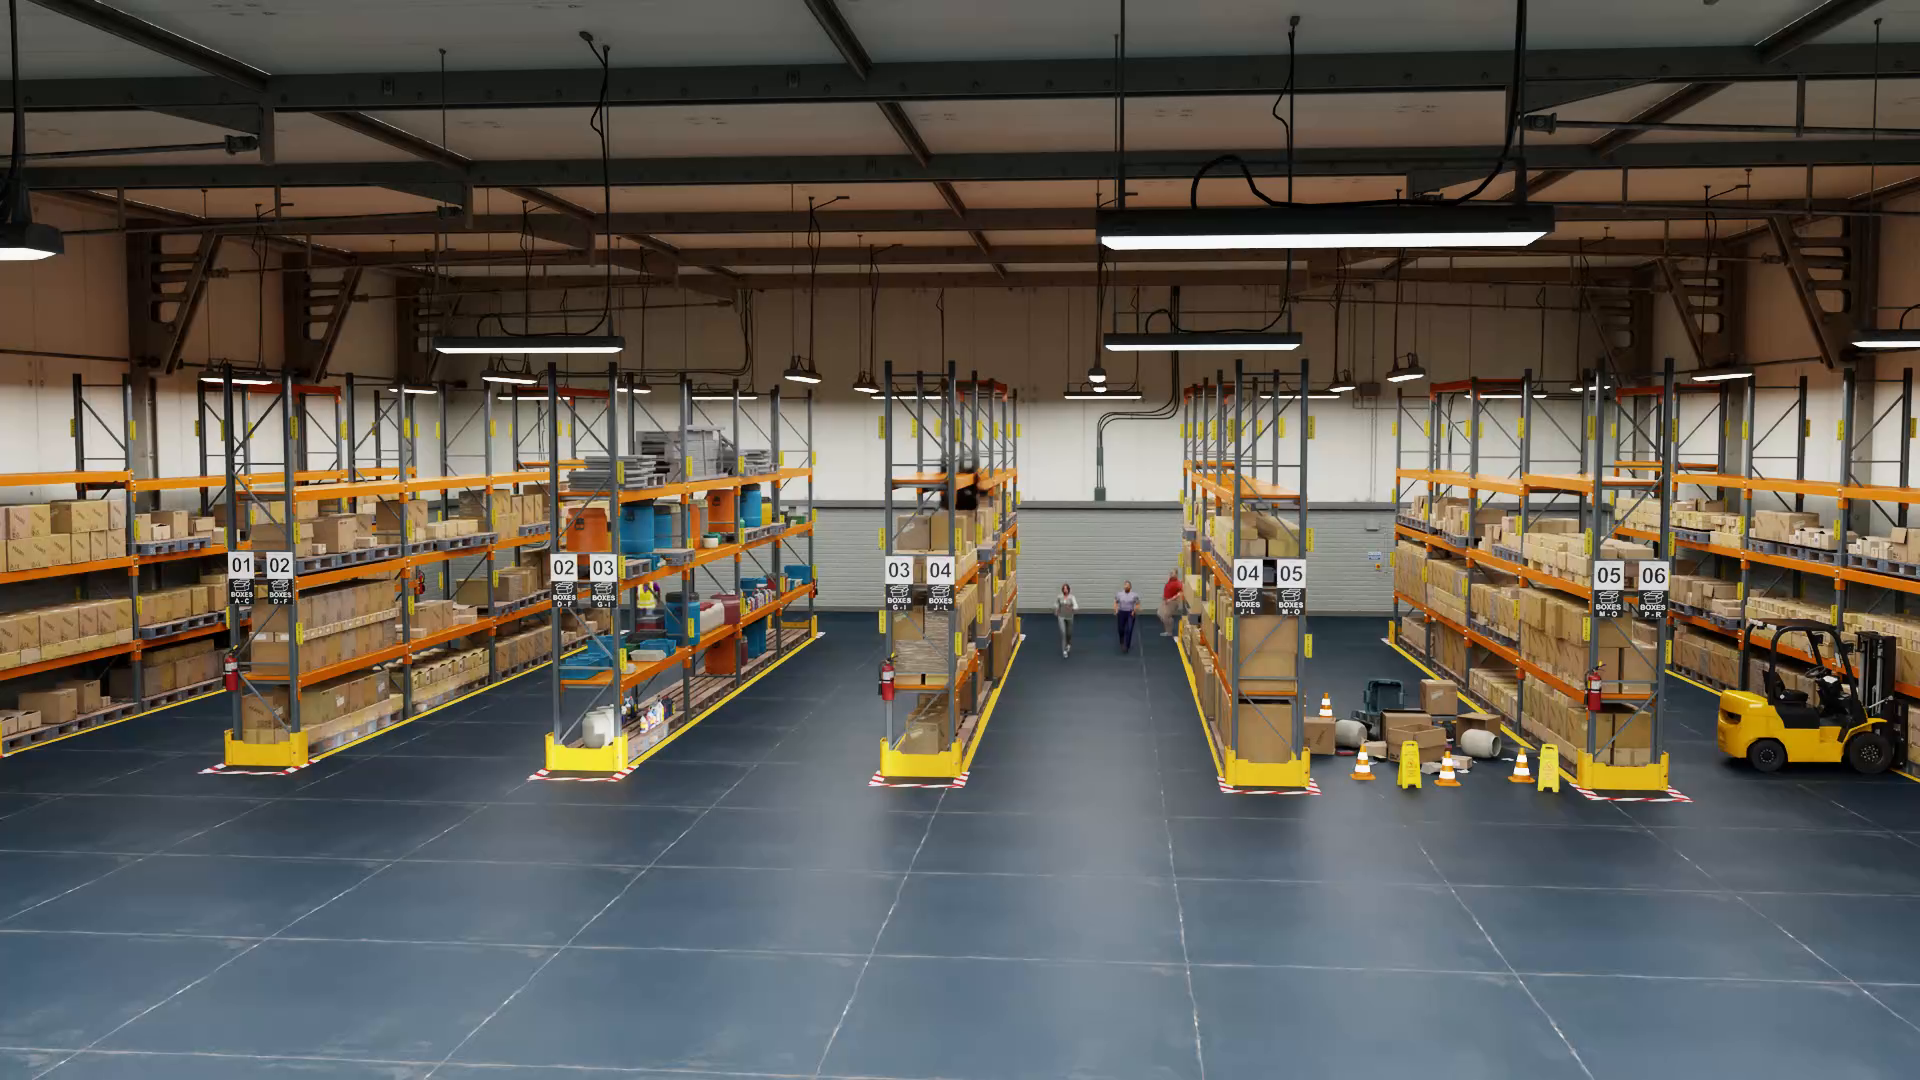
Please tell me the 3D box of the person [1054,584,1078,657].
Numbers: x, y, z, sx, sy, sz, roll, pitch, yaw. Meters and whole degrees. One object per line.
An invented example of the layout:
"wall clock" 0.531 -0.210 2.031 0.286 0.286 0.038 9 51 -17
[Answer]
"person" 2.346 1.759 36.838 0.534 1.587 0.884 0 4 4

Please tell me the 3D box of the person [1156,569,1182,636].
"person" 5.086 1.525 40.342 0.539 1.651 0.700 -2 4 -26

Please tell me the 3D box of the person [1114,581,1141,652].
"person" 3.799 1.731 37.816 0.619 1.606 0.557 1 4 10

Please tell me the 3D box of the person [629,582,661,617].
"person" -7.234 1.588 38.146 0.693 1.782 0.942 0 4 -5
